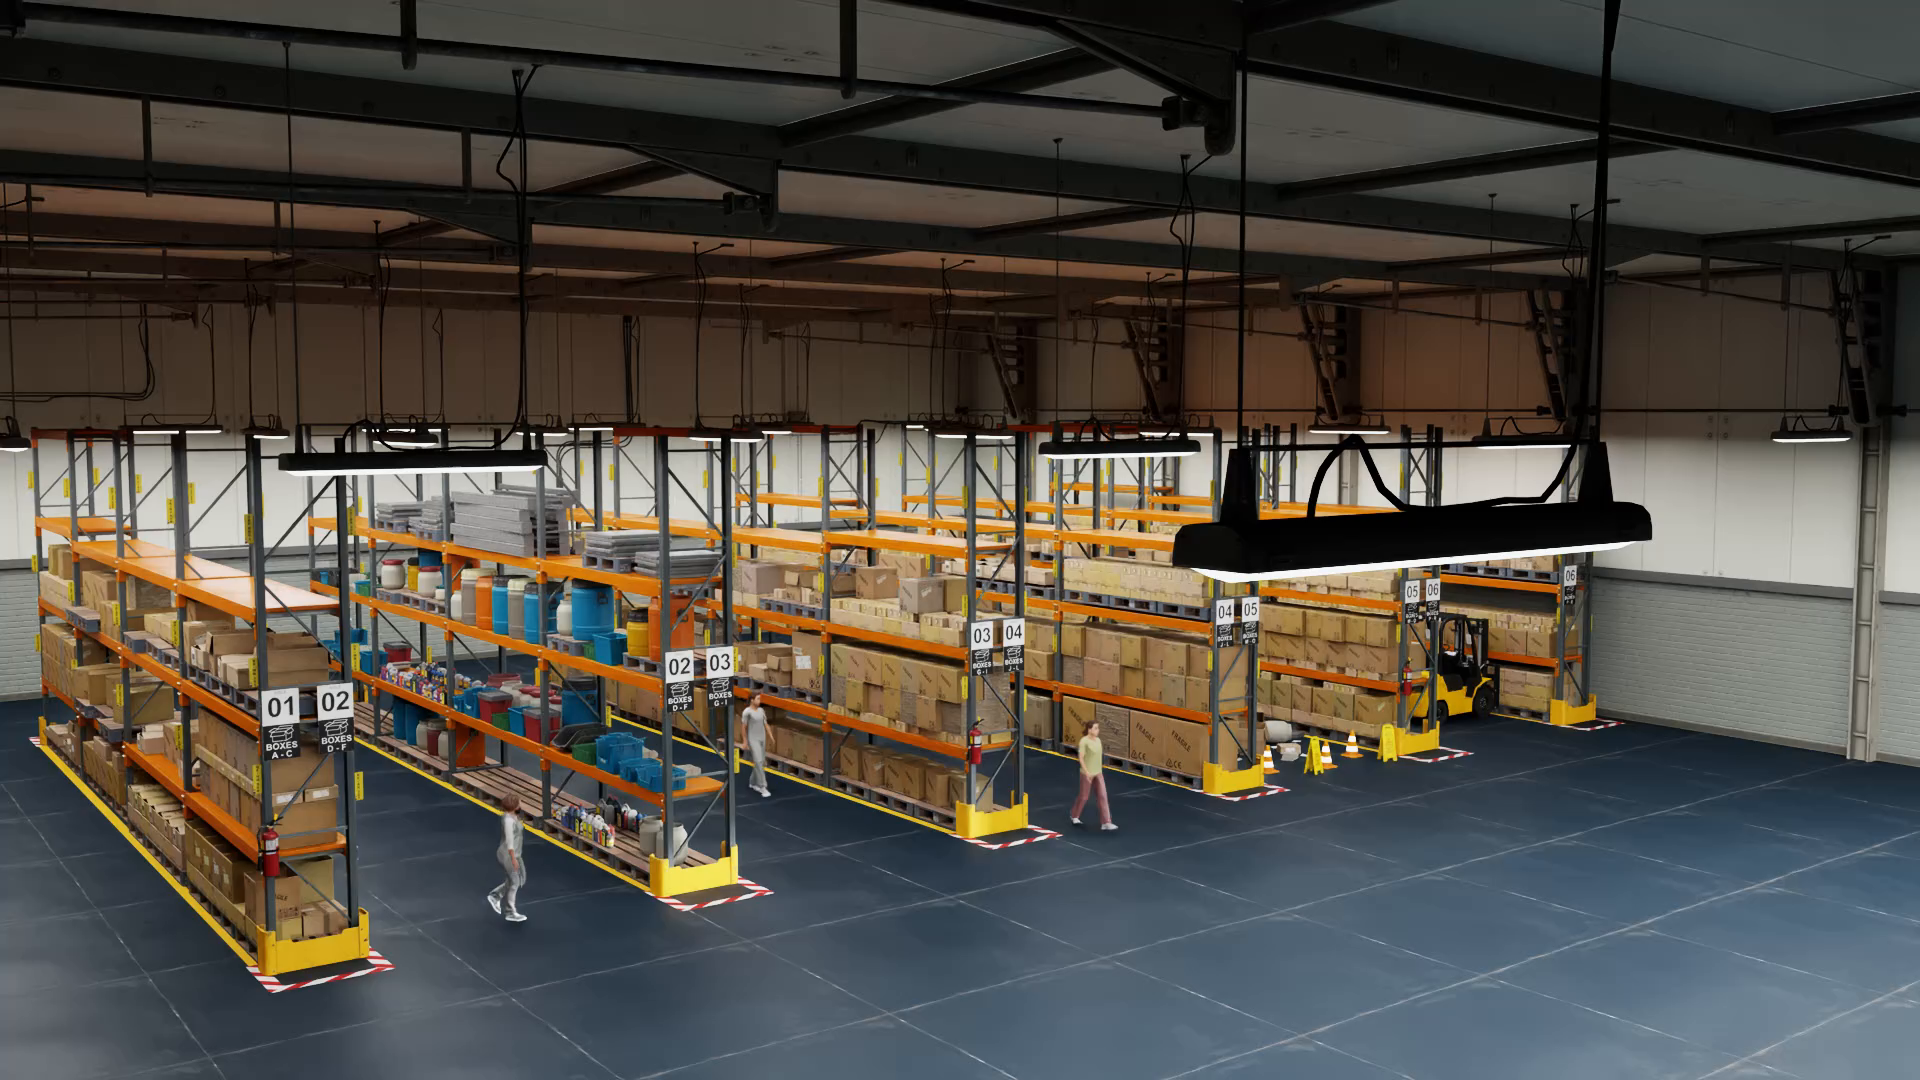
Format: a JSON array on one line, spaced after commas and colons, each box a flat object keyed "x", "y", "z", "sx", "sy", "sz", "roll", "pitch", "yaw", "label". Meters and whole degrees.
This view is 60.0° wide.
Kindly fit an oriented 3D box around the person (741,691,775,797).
[{"x": -3.277, "y": 3.357, "z": 27.528, "sx": 0.740, "sy": 1.677, "sz": 0.463, "roll": 4, "pitch": 6, "yaw": 41, "label": "person"}]

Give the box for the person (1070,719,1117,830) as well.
[{"x": 2.034, "y": 3.535, "z": 25.114, "sx": 0.502, "sy": 1.622, "sz": 0.946, "roll": -4, "pitch": 6, "yaw": -39, "label": "person"}]

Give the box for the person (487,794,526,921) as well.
[{"x": -5.612, "y": 3.907, "z": 20.521, "sx": 0.519, "sy": 1.587, "sz": 0.399, "roll": 0, "pitch": 4, "yaw": 3, "label": "person"}]
